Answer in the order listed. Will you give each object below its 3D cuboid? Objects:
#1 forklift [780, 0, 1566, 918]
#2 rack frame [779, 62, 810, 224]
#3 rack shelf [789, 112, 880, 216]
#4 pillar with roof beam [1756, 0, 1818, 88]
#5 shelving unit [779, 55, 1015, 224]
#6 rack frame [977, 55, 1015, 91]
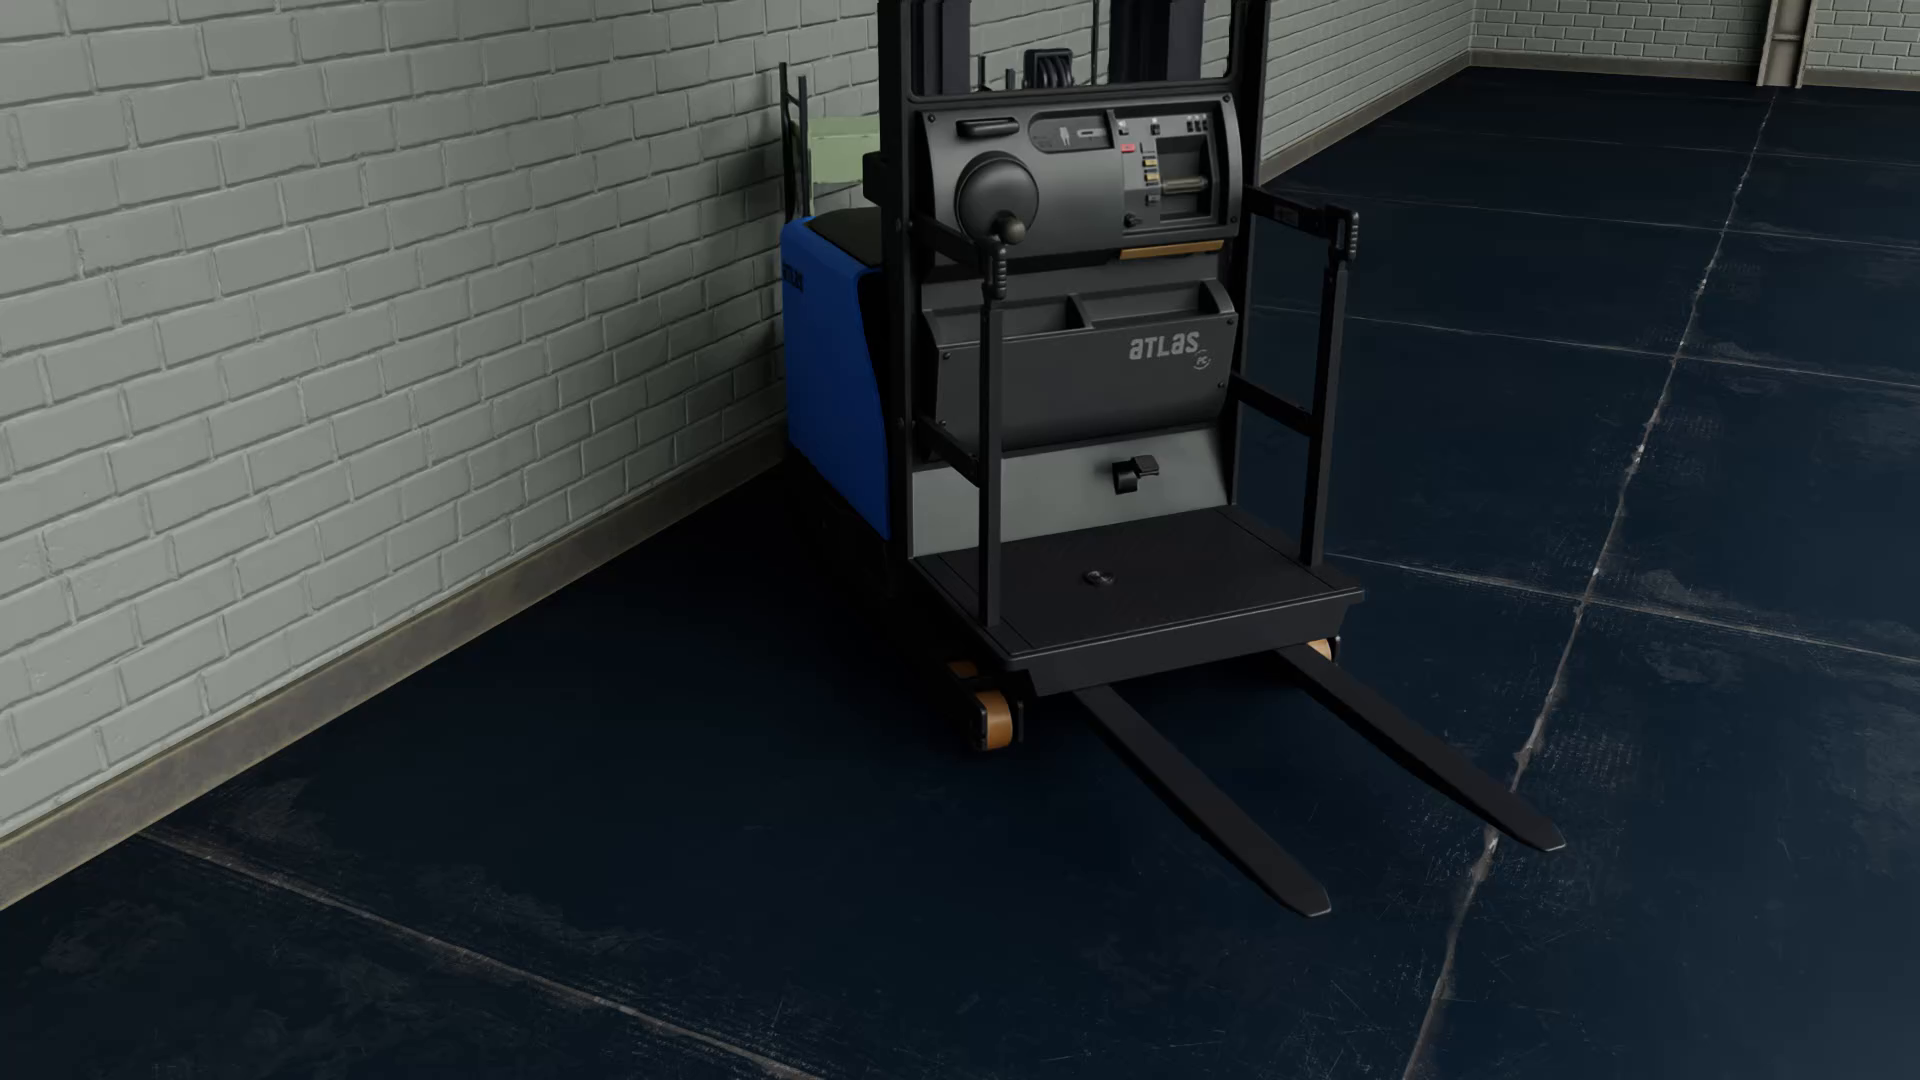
[{"bbox_3d":[0.427,-0.974,4.296,1.130,2.935,3.031,-9,25,-21],"label":"forklift"},{"bbox_3d":[-0.579,-0.935,6.032,0.023,1.500,0.400,-6,24,-14],"label":"rack frame"},{"bbox_3d":[-0.227,-1.333,5.971,0.720,0.370,0.431,-6,24,-14],"label":"rack shelf"},{"bbox_3d":[5.999,-7.050,10.830,0.400,9.000,9.100,11,25,25],"label":"pillar with roof beam"},{"bbox_3d":[-0.227,-0.974,6.124,0.755,1.500,0.431,-6,24,-14],"label":"shelving unit"},{"bbox_3d":[0.125,-1.013,6.215,0.023,1.500,0.400,-6,24,-14],"label":"rack frame"}]
